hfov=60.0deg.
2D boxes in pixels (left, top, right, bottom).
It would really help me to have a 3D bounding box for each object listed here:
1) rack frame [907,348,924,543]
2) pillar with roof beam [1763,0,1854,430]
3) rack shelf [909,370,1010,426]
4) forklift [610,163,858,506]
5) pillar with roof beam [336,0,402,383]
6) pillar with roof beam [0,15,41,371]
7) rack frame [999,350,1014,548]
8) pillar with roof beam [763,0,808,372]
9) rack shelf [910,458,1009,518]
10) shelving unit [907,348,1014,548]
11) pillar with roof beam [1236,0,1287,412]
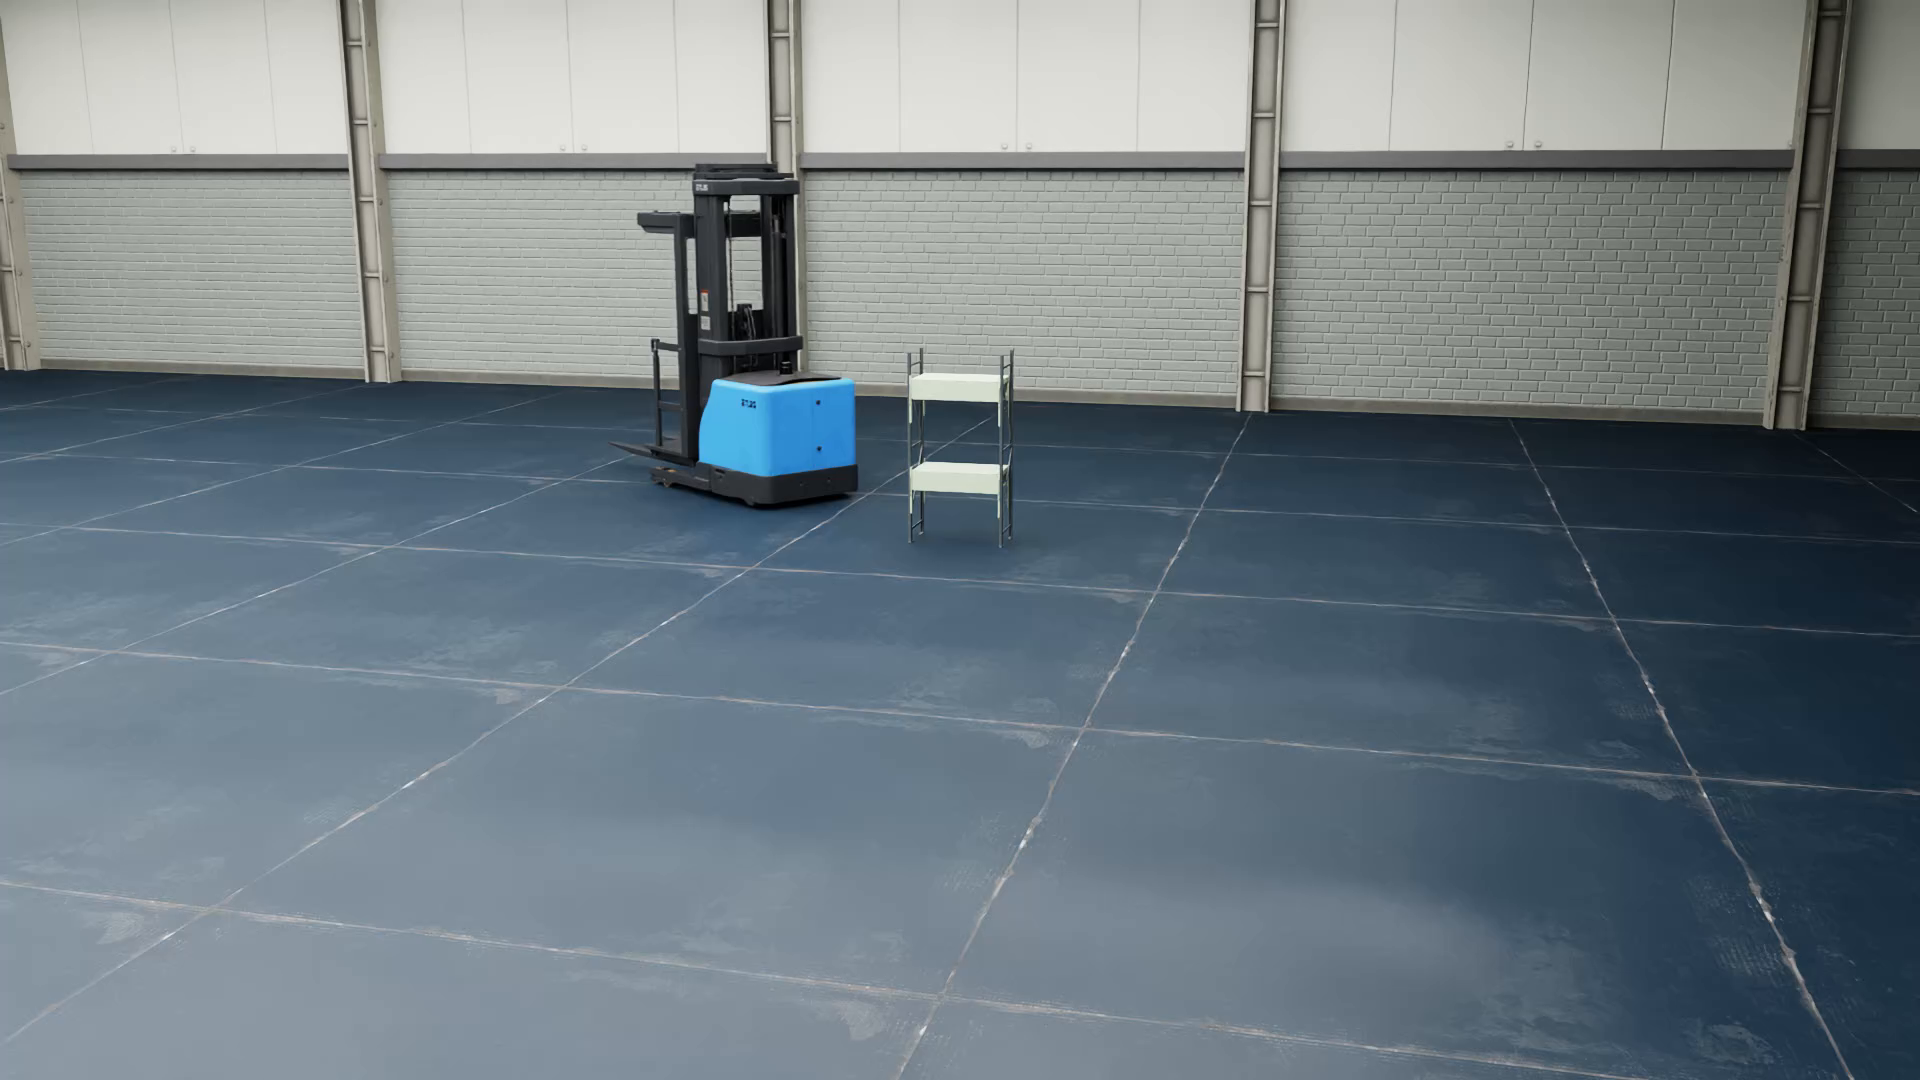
[{"bbox_3d":[-0.349,-0.751,13.155,0.023,1.500,0.400,3,13,14],"label":"rack frame"},{"bbox_3d":[8.396,-4.774,13.975,0.400,9.000,9.100,3,13,14],"label":"pillar with roof beam"},{"bbox_3d":[0.006,-1.113,12.985,0.720,0.370,0.431,3,13,14],"label":"rack shelf"},{"bbox_3d":[-2.258,-1.983,15.405,1.130,2.935,3.031,-11,16,-39],"label":"forklift"},{"bbox_3d":[-9.080,-5.708,18.186,0.400,9.000,9.100,3,13,14],"label":"pillar with roof beam"},{"bbox_3d":[-14.905,-6.019,19.589,0.400,9.000,9.100,3,13,14],"label":"pillar with roof beam"},{"bbox_3d":[0.362,-0.713,12.984,0.023,1.500,0.400,3,13,14],"label":"rack frame"},{"bbox_3d":[-3.255,-5.397,16.782,0.400,9.000,9.100,3,13,14],"label":"pillar with roof beam"},{"bbox_3d":[0.006,-0.414,13.140,0.720,0.370,0.431,3,13,14],"label":"rack shelf"},{"bbox_3d":[0.006,-0.732,13.070,0.755,1.500,0.431,3,13,14],"label":"shelving unit"},{"bbox_3d":[2.570,-5.085,15.379,0.400,9.000,9.100,3,13,14],"label":"pillar with roof beam"}]
